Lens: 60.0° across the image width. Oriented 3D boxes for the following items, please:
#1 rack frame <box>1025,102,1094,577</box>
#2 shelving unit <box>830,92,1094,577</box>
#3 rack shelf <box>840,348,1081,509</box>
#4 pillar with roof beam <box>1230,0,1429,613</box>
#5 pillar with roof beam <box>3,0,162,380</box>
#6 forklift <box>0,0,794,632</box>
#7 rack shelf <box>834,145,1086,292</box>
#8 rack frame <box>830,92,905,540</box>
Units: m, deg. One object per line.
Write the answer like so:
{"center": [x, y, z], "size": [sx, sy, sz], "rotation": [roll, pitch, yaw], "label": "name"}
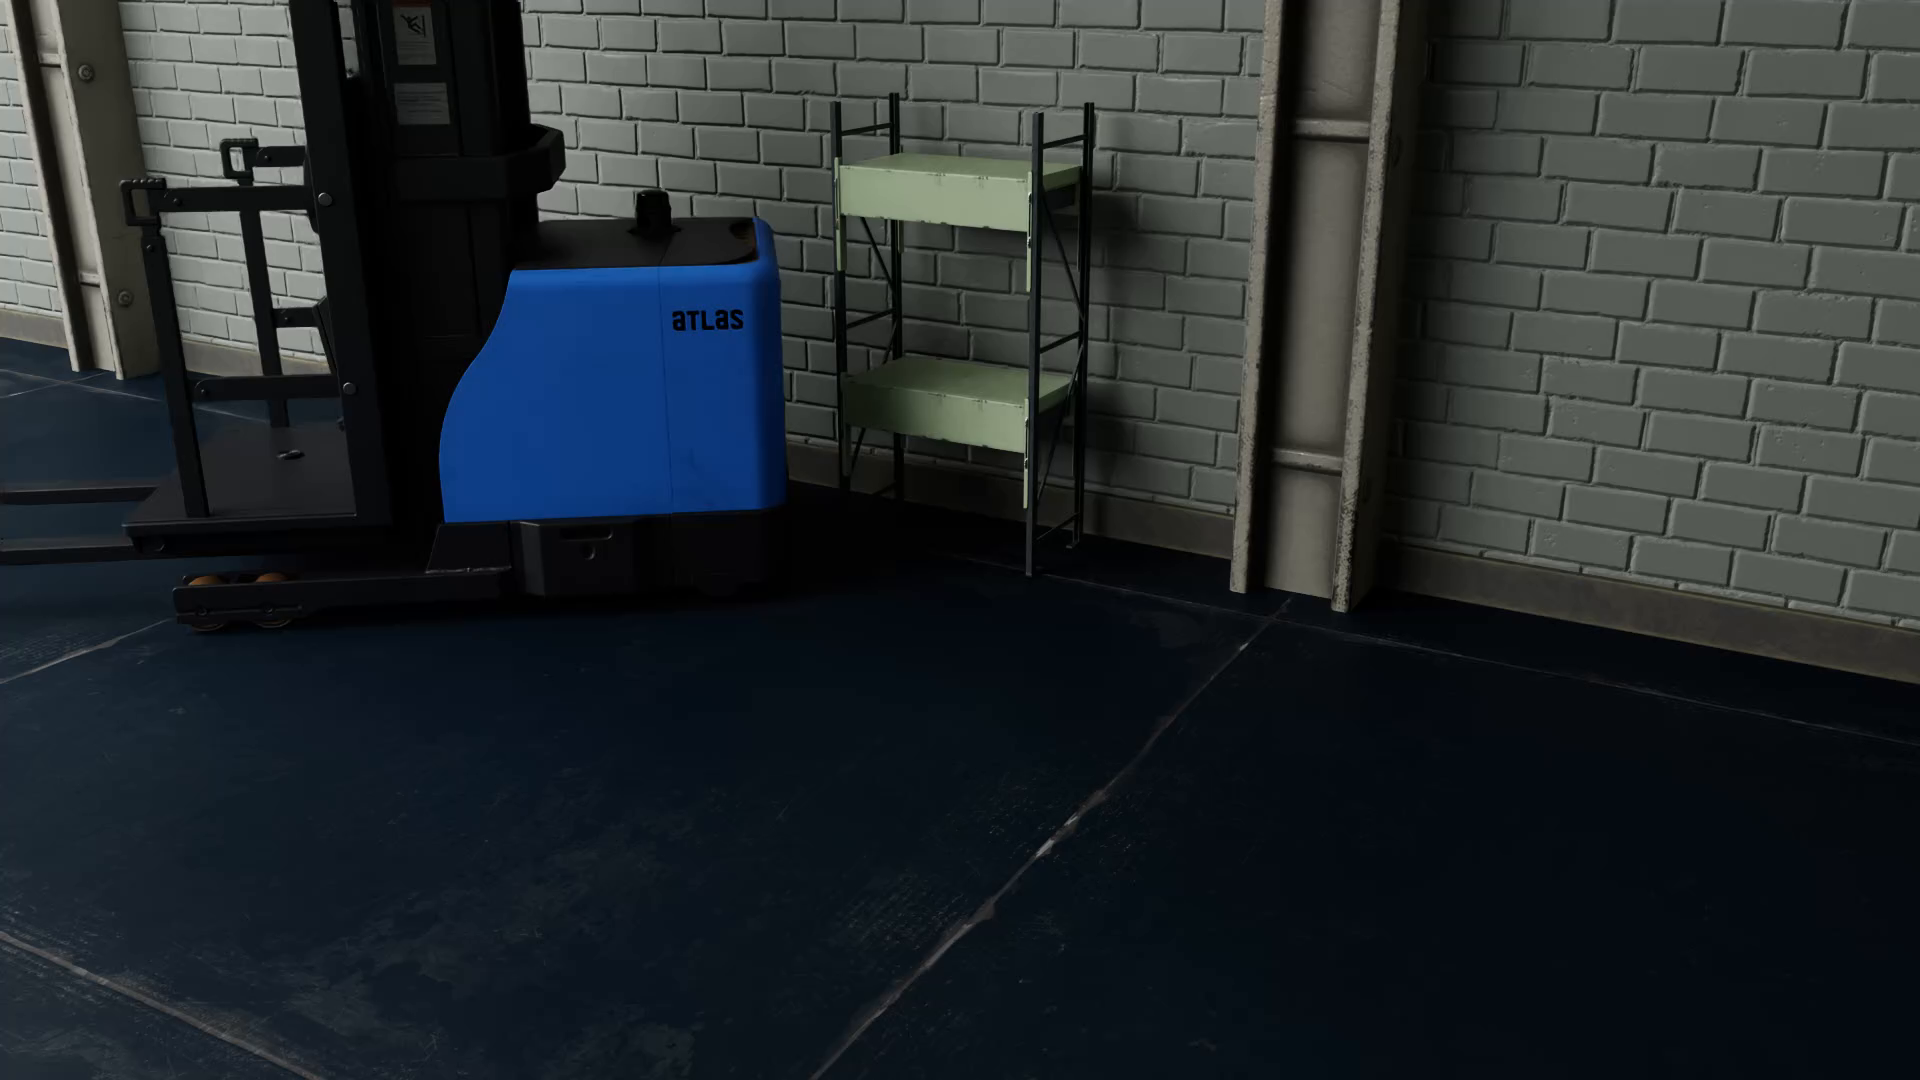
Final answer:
{"center": [0.325, -0.643, 5.439], "size": [0.023, 1.500, 0.400], "rotation": [11, 23, 27], "label": "rack frame"}
{"center": [0.006, -0.704, 5.606], "size": [0.755, 1.500, 0.431], "rotation": [11, 23, 27], "label": "shelving unit"}
{"center": [0.006, -0.397, 5.717], "size": [0.720, 0.370, 0.431], "rotation": [11, 23, 27], "label": "rack shelf"}
{"center": [-0.975, -2.797, 0.380], "size": [0.400, 9.000, 9.100], "rotation": [11, 23, 27], "label": "pillar with roof beam"}
{"center": [-6.213, -3.795, 3.131], "size": [0.400, 9.000, 9.100], "rotation": [11, 23, 27], "label": "pillar with roof beam"}
{"center": [-2.095, -1.289, 5.121], "size": [3.031, 2.935, 1.130], "rotation": [-3, 20, -7], "label": "forklift"}
{"center": [0.006, -1.071, 5.473], "size": [0.720, 0.370, 0.431], "rotation": [11, 23, 27], "label": "rack shelf"}
{"center": [-0.314, -0.765, 5.774], "size": [0.023, 1.500, 0.400], "rotation": [11, 23, 27], "label": "rack frame"}
